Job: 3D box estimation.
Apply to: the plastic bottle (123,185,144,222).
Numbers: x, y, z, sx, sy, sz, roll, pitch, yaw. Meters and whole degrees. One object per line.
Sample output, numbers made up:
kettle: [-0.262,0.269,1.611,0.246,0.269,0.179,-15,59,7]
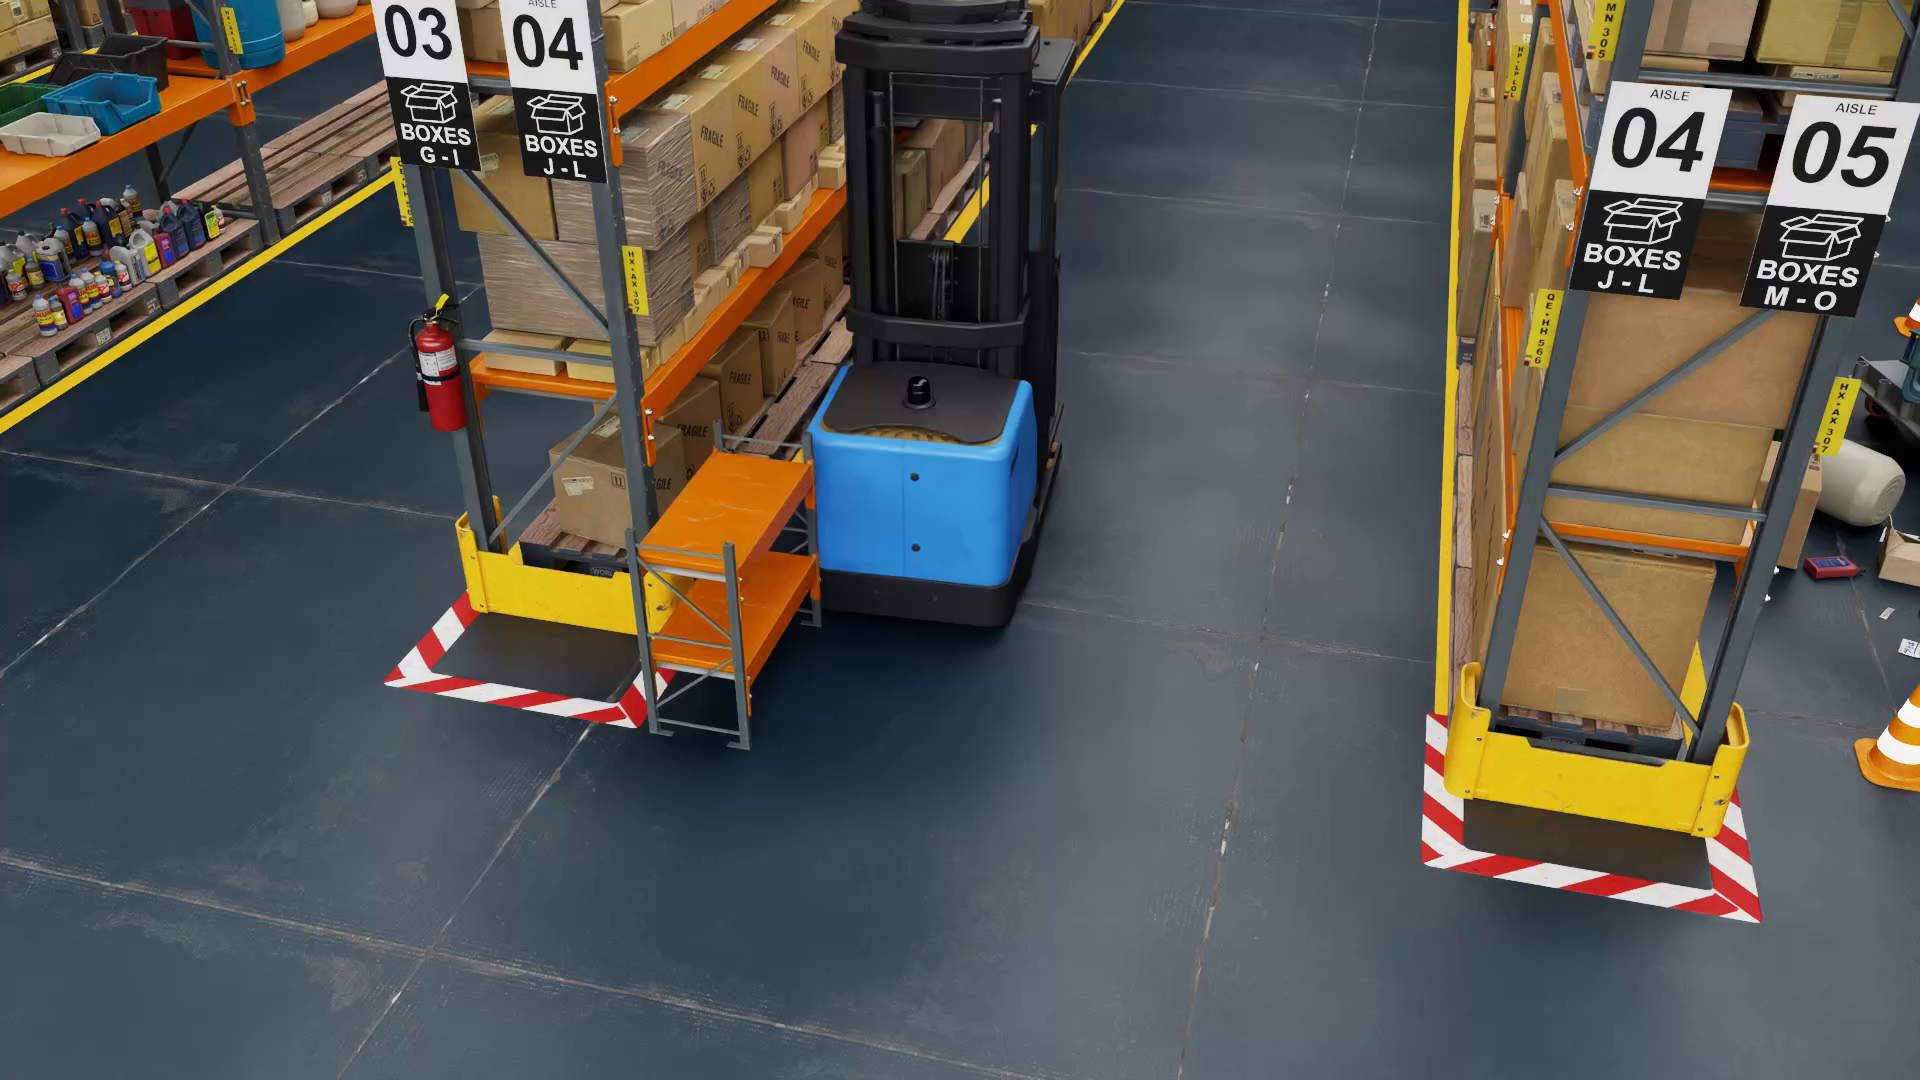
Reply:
plastic bottle: [-6.268,-2.553,12.603,0.097,0.271,0.097,0,32,0]

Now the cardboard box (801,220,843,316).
cardboard box: [-1.113,-1.870,11.335,0.500,0.500,0.500,7,33,11]

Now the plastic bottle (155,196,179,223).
plastic bottle: [-5.788,-2.338,12.191,0.144,0.351,0.185,8,33,12]

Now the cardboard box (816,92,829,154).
cardboard box: [-1.308,-2.638,10.233,0.875,0.500,0.500,8,33,12]

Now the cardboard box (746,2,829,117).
cardboard box: [-1.074,-2.750,9.477,0.500,0.500,0.500,8,33,12]

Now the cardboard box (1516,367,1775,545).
cardboard box: [2.834,-0.409,6.957,0.875,0.550,0.550,8,33,12]

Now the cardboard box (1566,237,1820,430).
cardboard box: [2.916,-0.853,6.649,0.875,0.550,0.550,8,33,12]

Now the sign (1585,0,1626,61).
sign: [2.263,-1.834,5.791,0.100,0.325,0.005,8,33,12]

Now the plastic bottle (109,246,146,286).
plastic bottle: [-5.824,-1.936,11.629,0.152,0.276,0.135,9,33,13]

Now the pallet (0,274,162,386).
pallet: [-6.282,-1.470,11.365,1.003,0.211,1.213,8,33,12]

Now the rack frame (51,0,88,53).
rack frame: [-9.539,-6.377,16.484,1.000,3.000,0.127,8,33,12]

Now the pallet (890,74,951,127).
pallet: [-0.638,-3.246,11.739,1.003,0.211,1.213,8,33,12]

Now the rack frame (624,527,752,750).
rack frame: [-1.214,0.459,7.480,0.500,1.125,0.032,8,33,13]

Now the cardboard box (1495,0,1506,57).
cardboard box: [4.313,-3.880,12.464,0.500,0.500,0.500,8,33,12]

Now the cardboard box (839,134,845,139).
cardboard box: [-0.816,-2.564,10.722,0.380,0.149,0.250,8,33,12]

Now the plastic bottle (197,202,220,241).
plastic bottle: [-5.567,-2.369,12.303,0.061,0.283,0.133,10,34,15]

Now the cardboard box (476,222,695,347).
cardboard box: [-1.822,-1.324,8.166,0.875,0.500,0.500,8,33,12]

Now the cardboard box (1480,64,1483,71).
cardboard box: [4.728,-3.798,14.366,0.500,0.500,0.500,8,33,12]

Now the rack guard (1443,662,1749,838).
rack guard: [2.778,0.921,7.336,1.175,0.500,0.348,8,33,12]

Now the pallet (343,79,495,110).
pallet: [-4.983,-4.127,15.545,1.003,0.211,1.213,8,33,12]

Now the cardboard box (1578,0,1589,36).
cardboard box: [2.735,-2.140,6.773,0.380,0.149,0.250,8,33,13]

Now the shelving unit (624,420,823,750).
shelving unit: [-1.083,0.195,7.894,0.538,1.125,1.048,8,33,13]

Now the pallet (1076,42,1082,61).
pallet: [0.627,-4.879,16.728,1.003,0.211,1.213,8,33,12]

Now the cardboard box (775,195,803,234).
cardboard box: [-1.138,-1.916,9.702,0.380,0.149,0.250,8,33,12]

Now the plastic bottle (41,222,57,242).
plastic bottle: [-6.500,-2.123,11.916,0.061,0.283,0.133,9,34,15]

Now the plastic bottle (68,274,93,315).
plastic bottle: [-5.930,-1.659,11.197,0.097,0.271,0.097,0,32,0]

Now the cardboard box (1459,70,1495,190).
cardboard box: [4.573,-3.222,13.228,1.050,0.750,0.750,8,33,12]

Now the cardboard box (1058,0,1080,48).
cardboard box: [0.471,-5.123,16.102,1.225,0.875,0.875,8,33,13]

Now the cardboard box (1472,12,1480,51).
cardboard box: [5.385,-5.149,16.492,0.500,0.500,0.500,9,34,14]

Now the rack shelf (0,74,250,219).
rack shelf: [-6.271,-2.283,10.716,1.077,0.370,4.000,8,33,12]

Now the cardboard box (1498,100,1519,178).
cardboard box: [3.673,-2.572,10.406,0.500,0.500,0.500,8,33,12]

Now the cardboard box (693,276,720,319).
cardboard box: [-1.482,-1.271,8.688,0.380,0.149,0.250,8,33,12]

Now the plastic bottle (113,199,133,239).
plastic bottle: [-6.221,-2.372,12.308,0.061,0.283,0.133,8,33,12]

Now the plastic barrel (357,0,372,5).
plastic barrel: [-5.013,-4.754,13.805,0.433,0.535,0.433,0,32,0]

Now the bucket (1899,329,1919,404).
bucket: [5.995,-1.098,9.816,0.726,0.611,0.620,20,28,29]

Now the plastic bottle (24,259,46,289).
plastic bottle: [-6.445,-1.858,11.575,0.097,0.201,0.097,0,32,0]

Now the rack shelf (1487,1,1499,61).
rack shelf: [5.322,-5.032,15.041,1.077,0.370,4.000,8,33,12]

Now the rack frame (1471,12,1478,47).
rack frame: [5.829,-6.374,16.480,1.000,3.000,0.127,8,33,12]

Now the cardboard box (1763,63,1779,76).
cardboard box: [3.245,-1.793,6.227,0.380,0.149,0.250,8,33,13]

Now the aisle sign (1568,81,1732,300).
aisle sign: [2.476,-1.248,5.994,0.394,0.787,0.004,8,33,12]

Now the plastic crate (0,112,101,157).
plastic crate: [-5.931,-2.636,10.846,0.530,0.136,0.437,8,33,12]

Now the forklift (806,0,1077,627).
forklift: [0.001,-1.576,8.998,1.130,2.935,3.031,6,33,9]

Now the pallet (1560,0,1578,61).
pallet: [3.270,-2.397,7.511,1.003,0.211,1.213,8,33,12]

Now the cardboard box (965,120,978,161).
cardboard box: [-0.237,-3.517,13.906,0.700,0.500,0.500,5,33,8]

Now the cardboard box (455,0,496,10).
cardboard box: [-2.219,-2.432,7.252,0.380,0.149,0.250,8,33,12]

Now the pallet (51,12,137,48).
pallet: [-9.313,-5.582,17.834,1.003,0.211,1.213,8,33,12]

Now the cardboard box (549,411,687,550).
cardboard box: [-1.813,-0.319,8.894,0.500,0.500,0.500,14,35,21]

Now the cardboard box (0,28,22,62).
cardboard box: [-9.564,-4.819,16.206,0.500,0.250,0.500,8,33,12]

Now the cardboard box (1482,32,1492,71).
cardboard box: [4.734,-4.128,14.186,0.500,0.250,0.500,7,33,11]

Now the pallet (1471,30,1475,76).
pallet: [5.633,-4.793,16.592,1.003,0.211,1.213,8,33,12]
